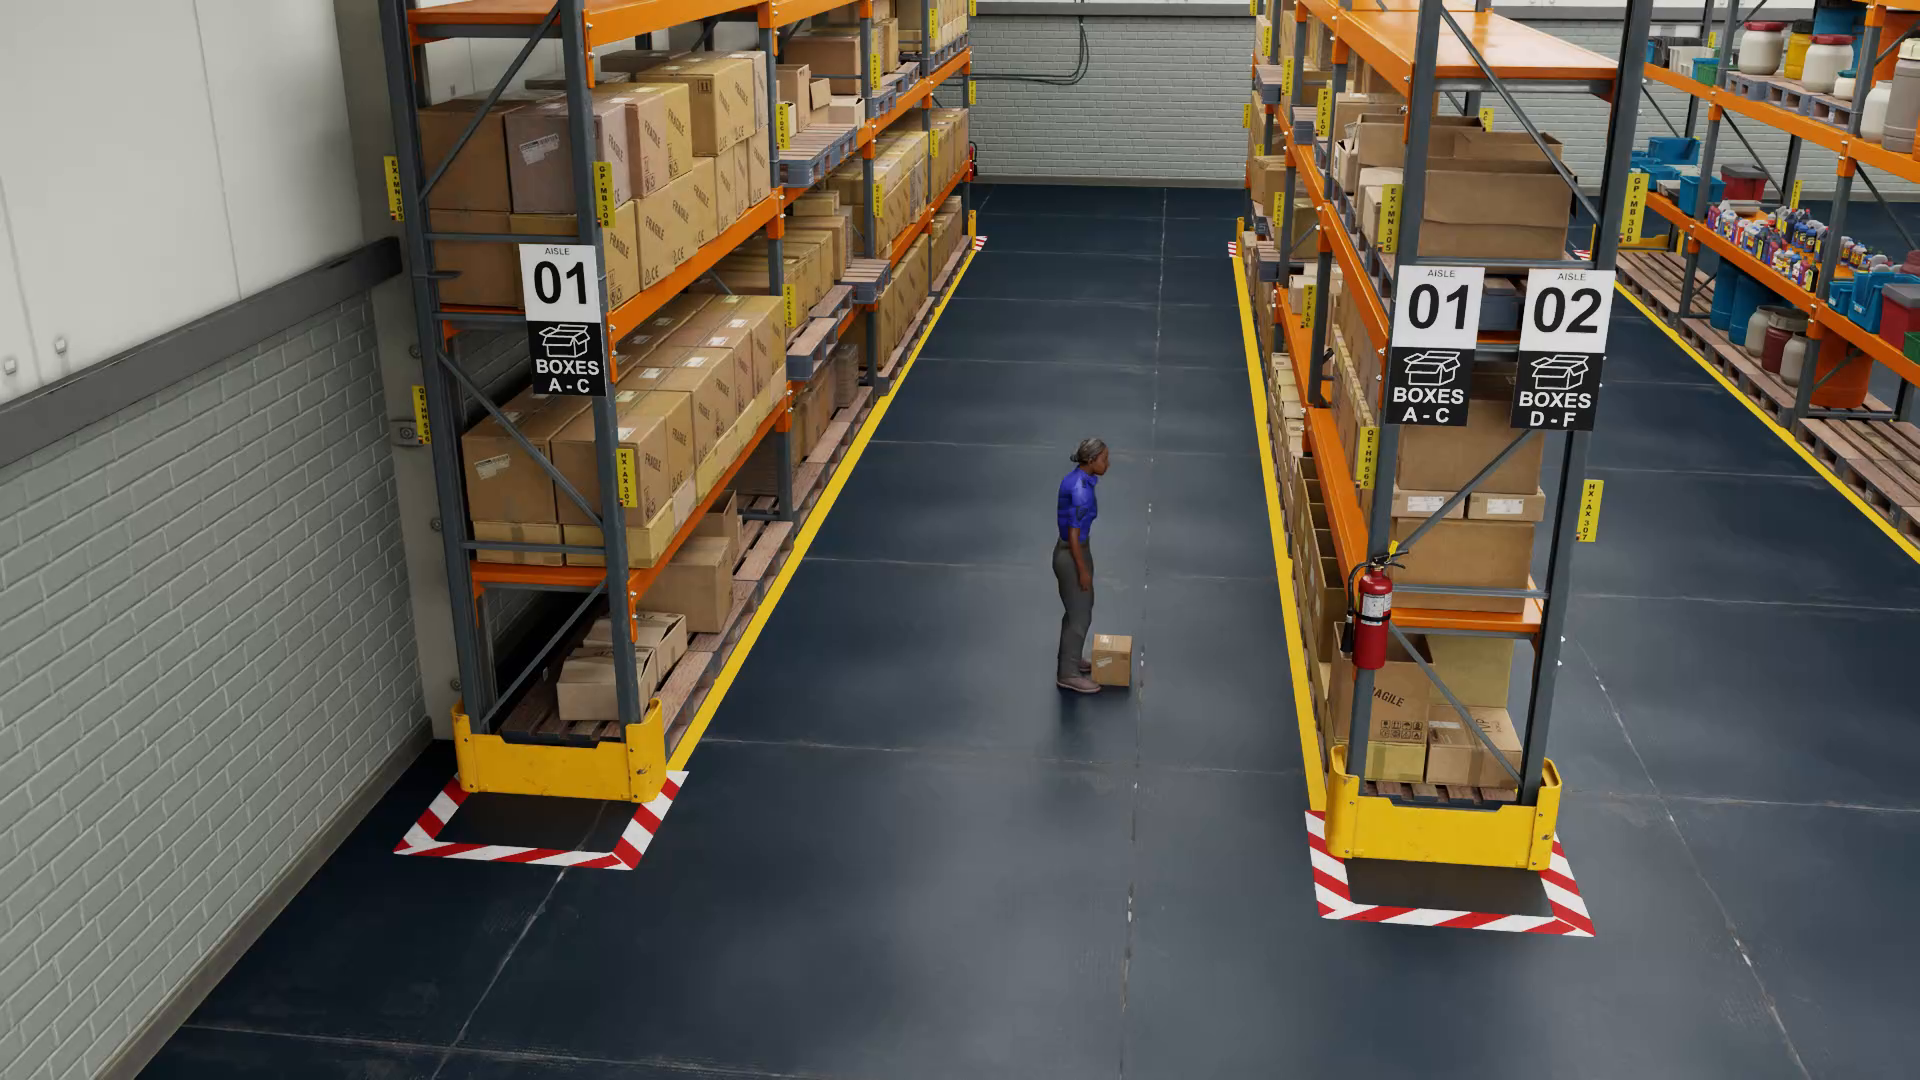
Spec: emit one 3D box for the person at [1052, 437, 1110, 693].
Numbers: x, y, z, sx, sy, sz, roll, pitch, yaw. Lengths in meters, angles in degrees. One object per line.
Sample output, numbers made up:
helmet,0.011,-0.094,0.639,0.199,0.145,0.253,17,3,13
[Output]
person,0.773,0.133,10.748,0.351,1.655,0.523,2,21,5
